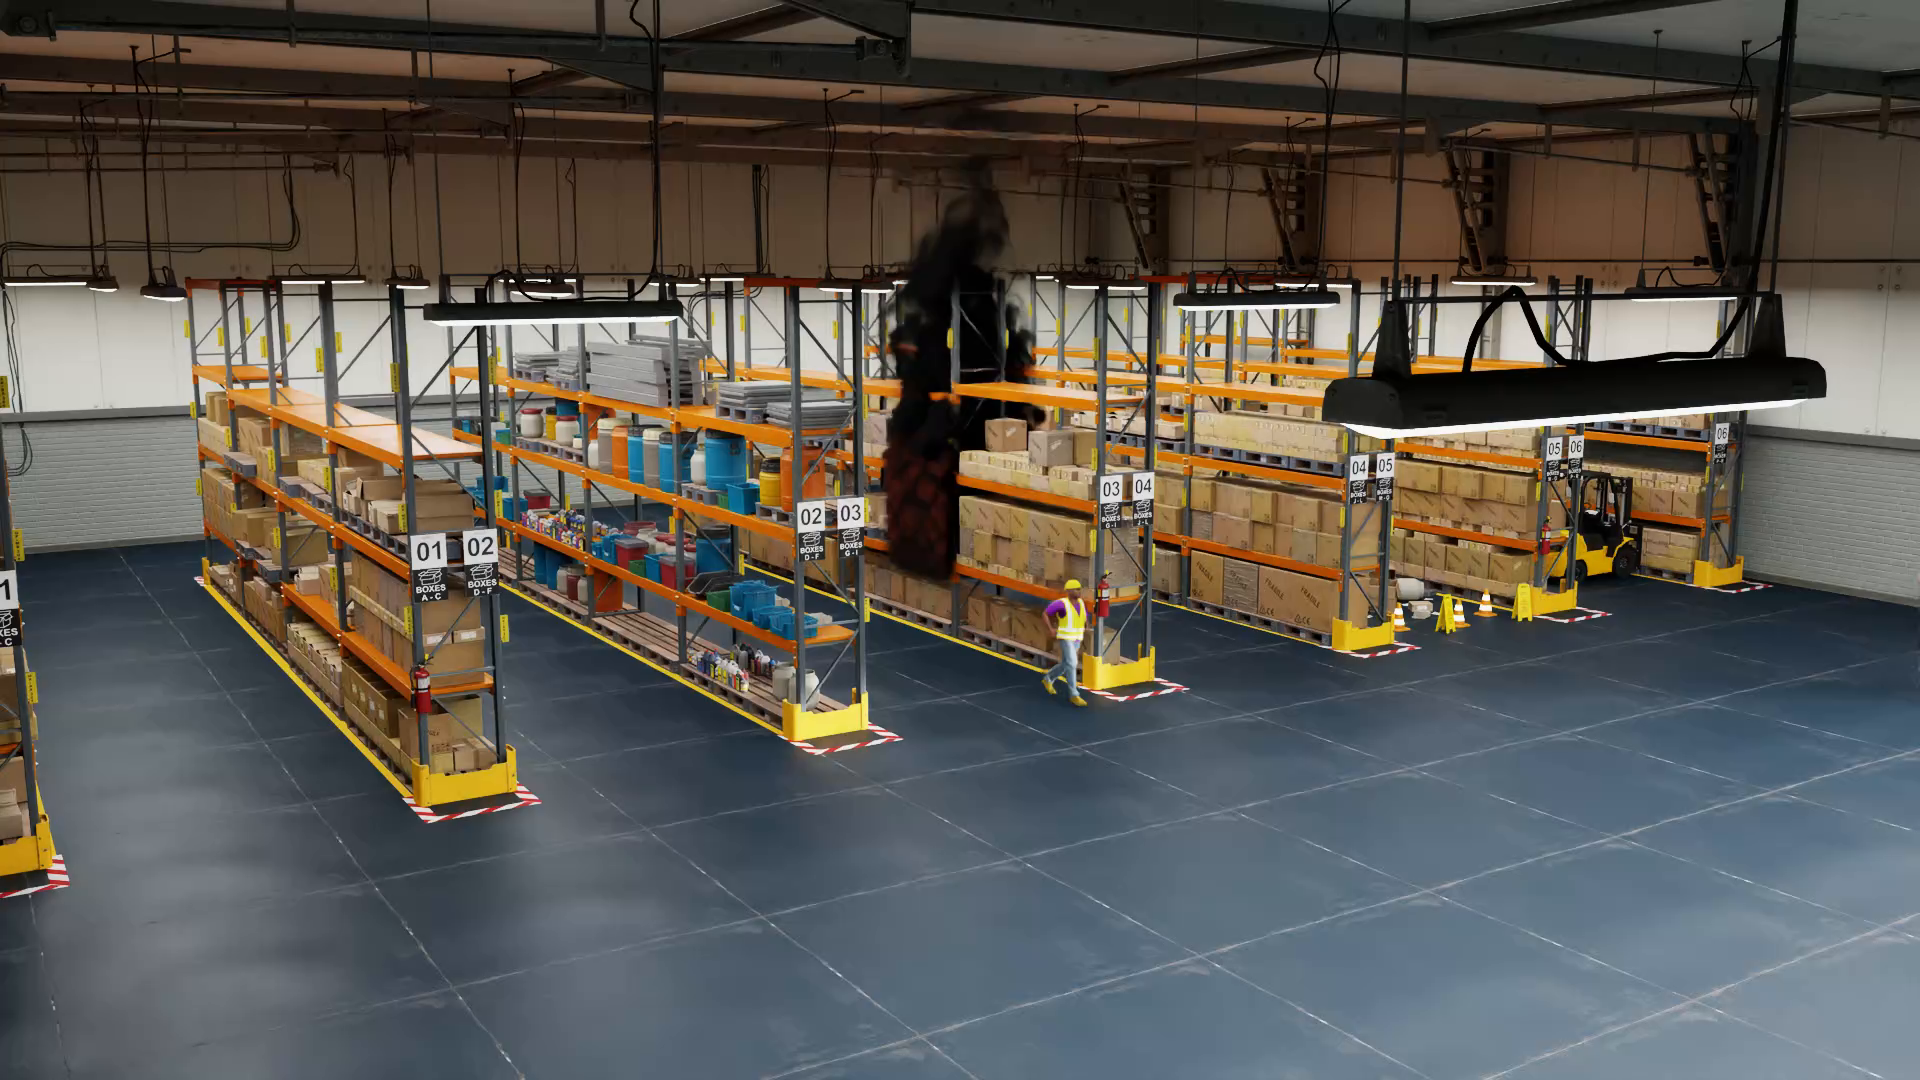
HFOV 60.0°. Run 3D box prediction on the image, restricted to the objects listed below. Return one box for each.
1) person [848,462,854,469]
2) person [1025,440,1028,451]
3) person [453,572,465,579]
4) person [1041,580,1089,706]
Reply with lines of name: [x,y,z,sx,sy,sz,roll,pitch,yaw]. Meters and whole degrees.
person: [-2.533,-1.018,38.747,0.596,1.821,0.920,-7,12,-37]
person: [1.842,-1.987,44.728,0.915,1.740,0.747,-2,10,-14]
person: [-8.646,0.741,28.594,0.551,1.720,0.777,-8,12,-38]
person: [1.605,1.438,24.056,0.727,1.743,0.986,-9,13,-43]
